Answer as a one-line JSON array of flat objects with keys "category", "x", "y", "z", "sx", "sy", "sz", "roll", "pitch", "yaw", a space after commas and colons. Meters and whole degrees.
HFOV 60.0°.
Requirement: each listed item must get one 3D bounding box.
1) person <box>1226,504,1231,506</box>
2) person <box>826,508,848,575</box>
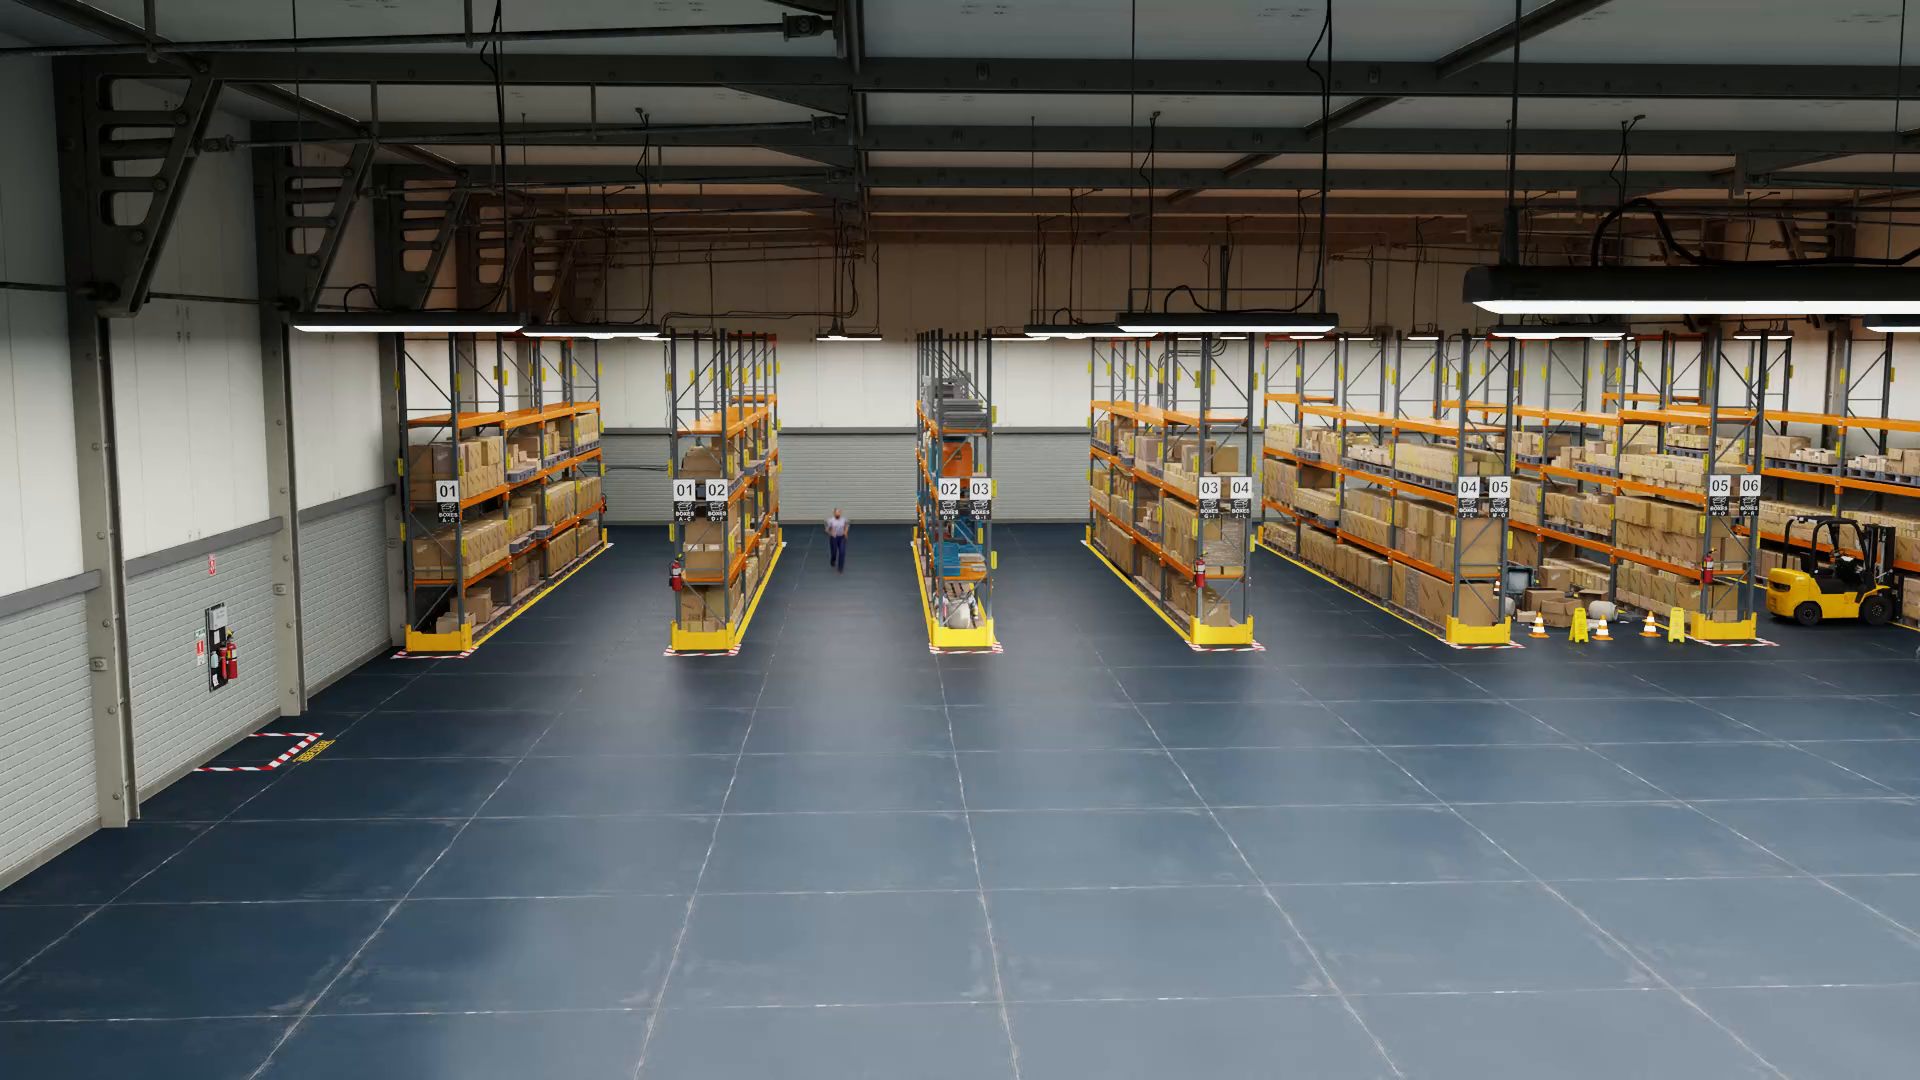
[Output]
[{"category": "person", "x": 7.480, "y": -0.729, "z": 47.995, "sx": 0.750, "sy": 1.599, "sz": 0.677, "roll": -6, "pitch": 9, "yaw": -43}, {"category": "person", "x": -3.066, "y": 0.015, "z": 41.676, "sx": 0.607, "sy": 1.639, "sz": 0.840, "roll": -2, "pitch": 7, "yaw": -14}]
